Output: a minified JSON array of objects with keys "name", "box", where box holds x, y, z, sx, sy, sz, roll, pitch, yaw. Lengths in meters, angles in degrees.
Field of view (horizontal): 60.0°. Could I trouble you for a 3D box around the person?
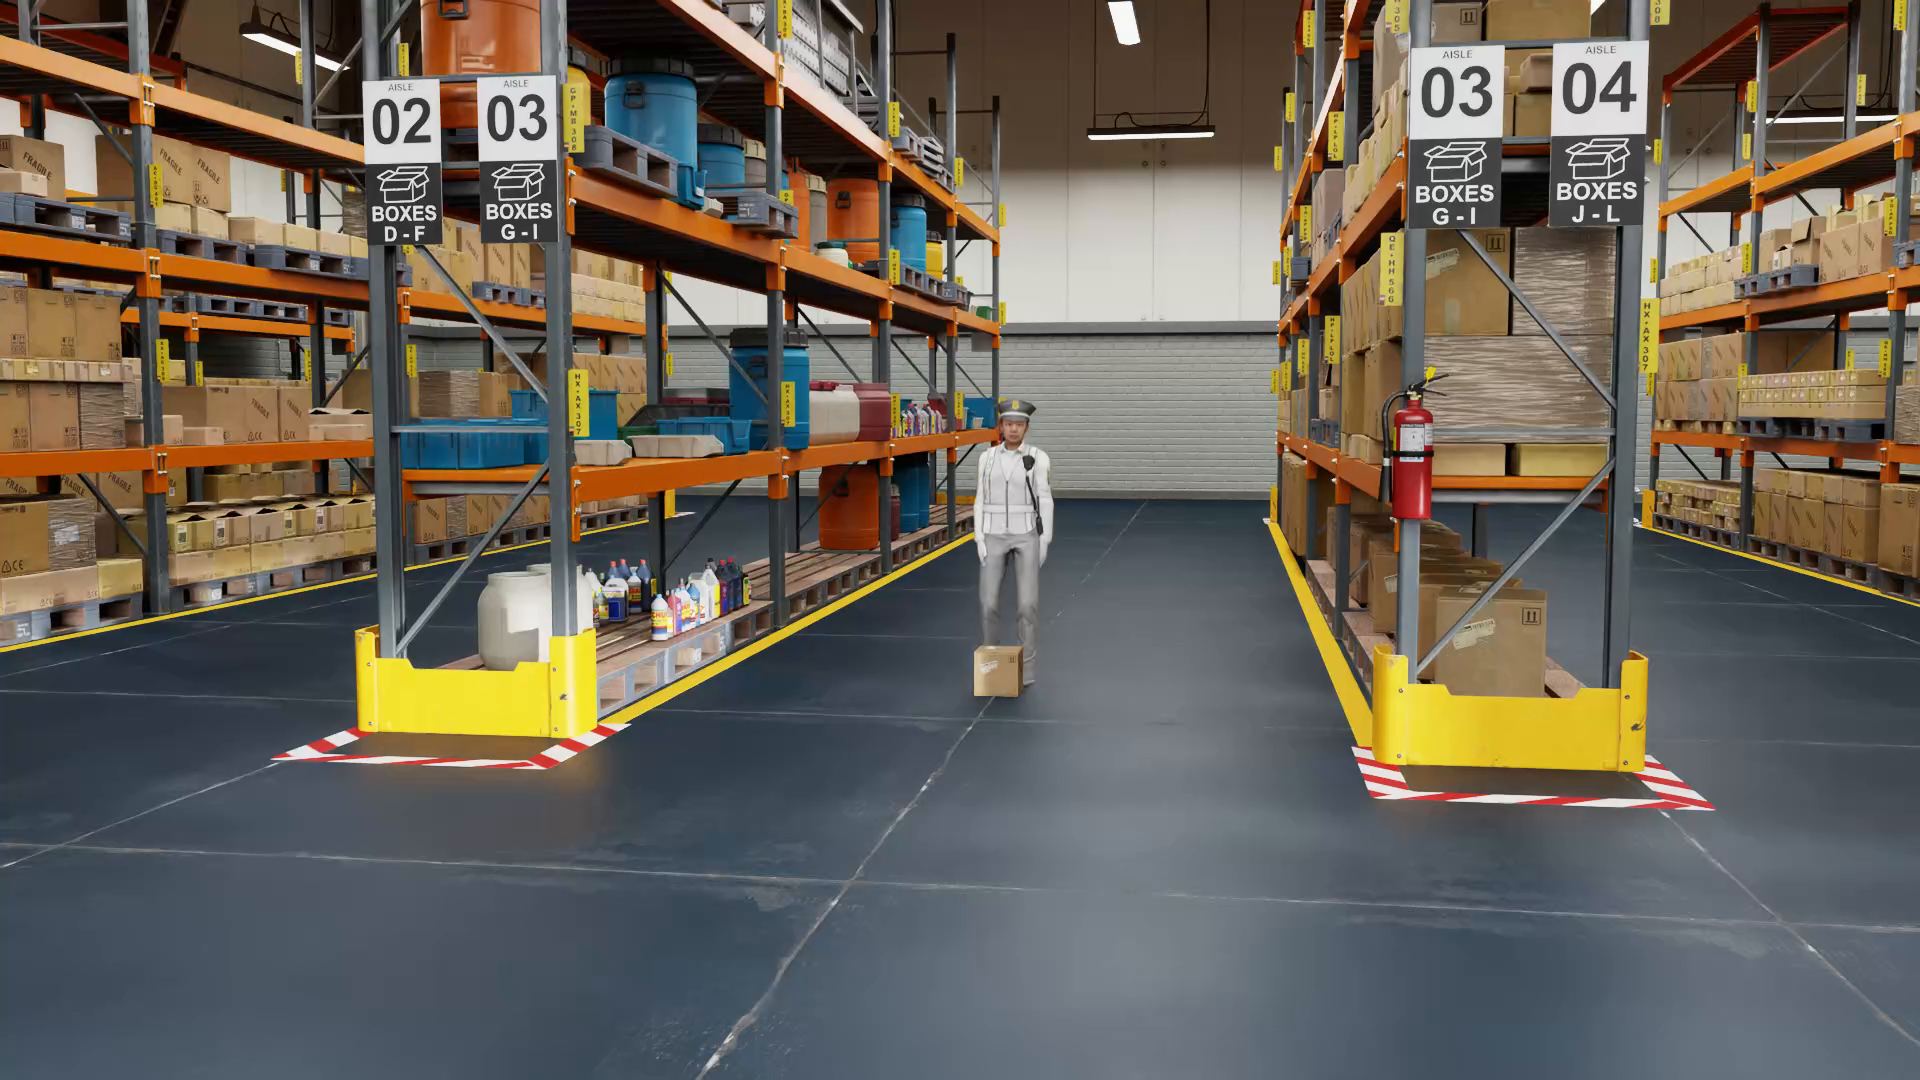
[{"name":"person","box":[0.310,0.029,9.834,0.473,1.723,0.380,1,5,10]}]
